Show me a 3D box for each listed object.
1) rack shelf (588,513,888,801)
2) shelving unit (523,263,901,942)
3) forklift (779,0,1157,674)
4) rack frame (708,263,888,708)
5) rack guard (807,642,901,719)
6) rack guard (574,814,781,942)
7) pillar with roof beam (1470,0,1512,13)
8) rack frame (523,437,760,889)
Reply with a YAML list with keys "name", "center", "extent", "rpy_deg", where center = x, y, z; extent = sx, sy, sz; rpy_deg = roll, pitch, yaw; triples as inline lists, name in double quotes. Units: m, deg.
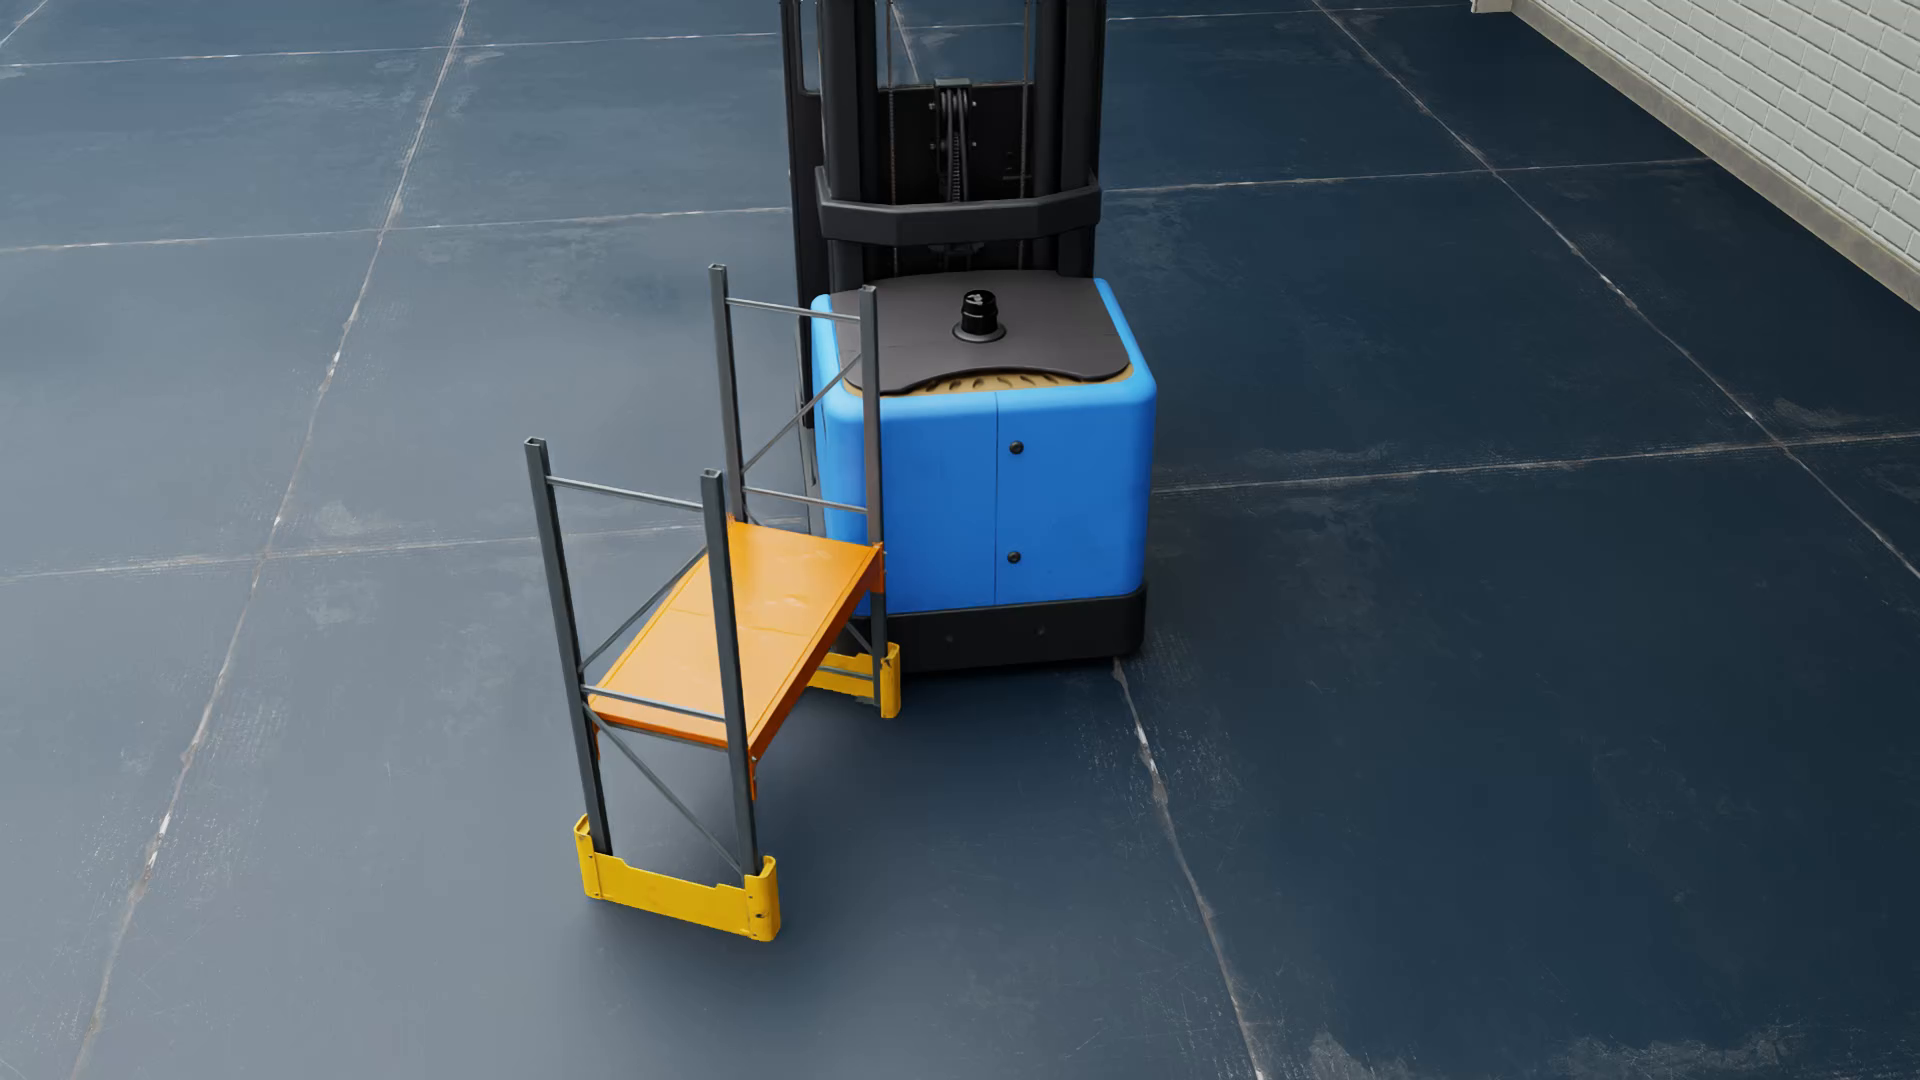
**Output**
- name: "rack shelf"
  center: [-0.631, 0.302, 4.794]
  extent: [0.538, 0.185, 1.000]
  rpy_deg: [10, 36, 15]
- name: "shelving unit"
  center: [-0.634, 0.159, 4.686]
  extent: [0.587, 1.500, 1.083]
  rpy_deg: [10, 36, 15]
- name: "forklift"
  center: [-0.089, -1.579, 5.965]
  extent: [1.130, 2.935, 3.031]
  rpy_deg: [-4, 35, -6]
- name: "rack frame"
  center: [-0.473, -0.118, 5.092]
  extent: [0.500, 1.500, 0.032]
  rpy_deg: [10, 36, 15]
- name: "rack guard"
  center: [-0.479, 0.408, 5.429]
  extent: [0.587, 0.250, 0.087]
  rpy_deg: [10, 36, 15]
- name: "rack guard"
  center: [-0.788, 0.942, 4.646]
  extent: [0.587, 0.250, 0.087]
  rpy_deg: [10, 36, 15]
- name: "pillar with roof beam"
  center: [-0.530, -7.219, 8.852]
  extent: [9.100, 9.000, 0.400]
  rpy_deg: [-4, 35, -6]
- name: "rack frame"
  center: [-0.789, 0.426, 4.293]
  extent: [0.500, 1.500, 0.032]
  rpy_deg: [10, 36, 15]
